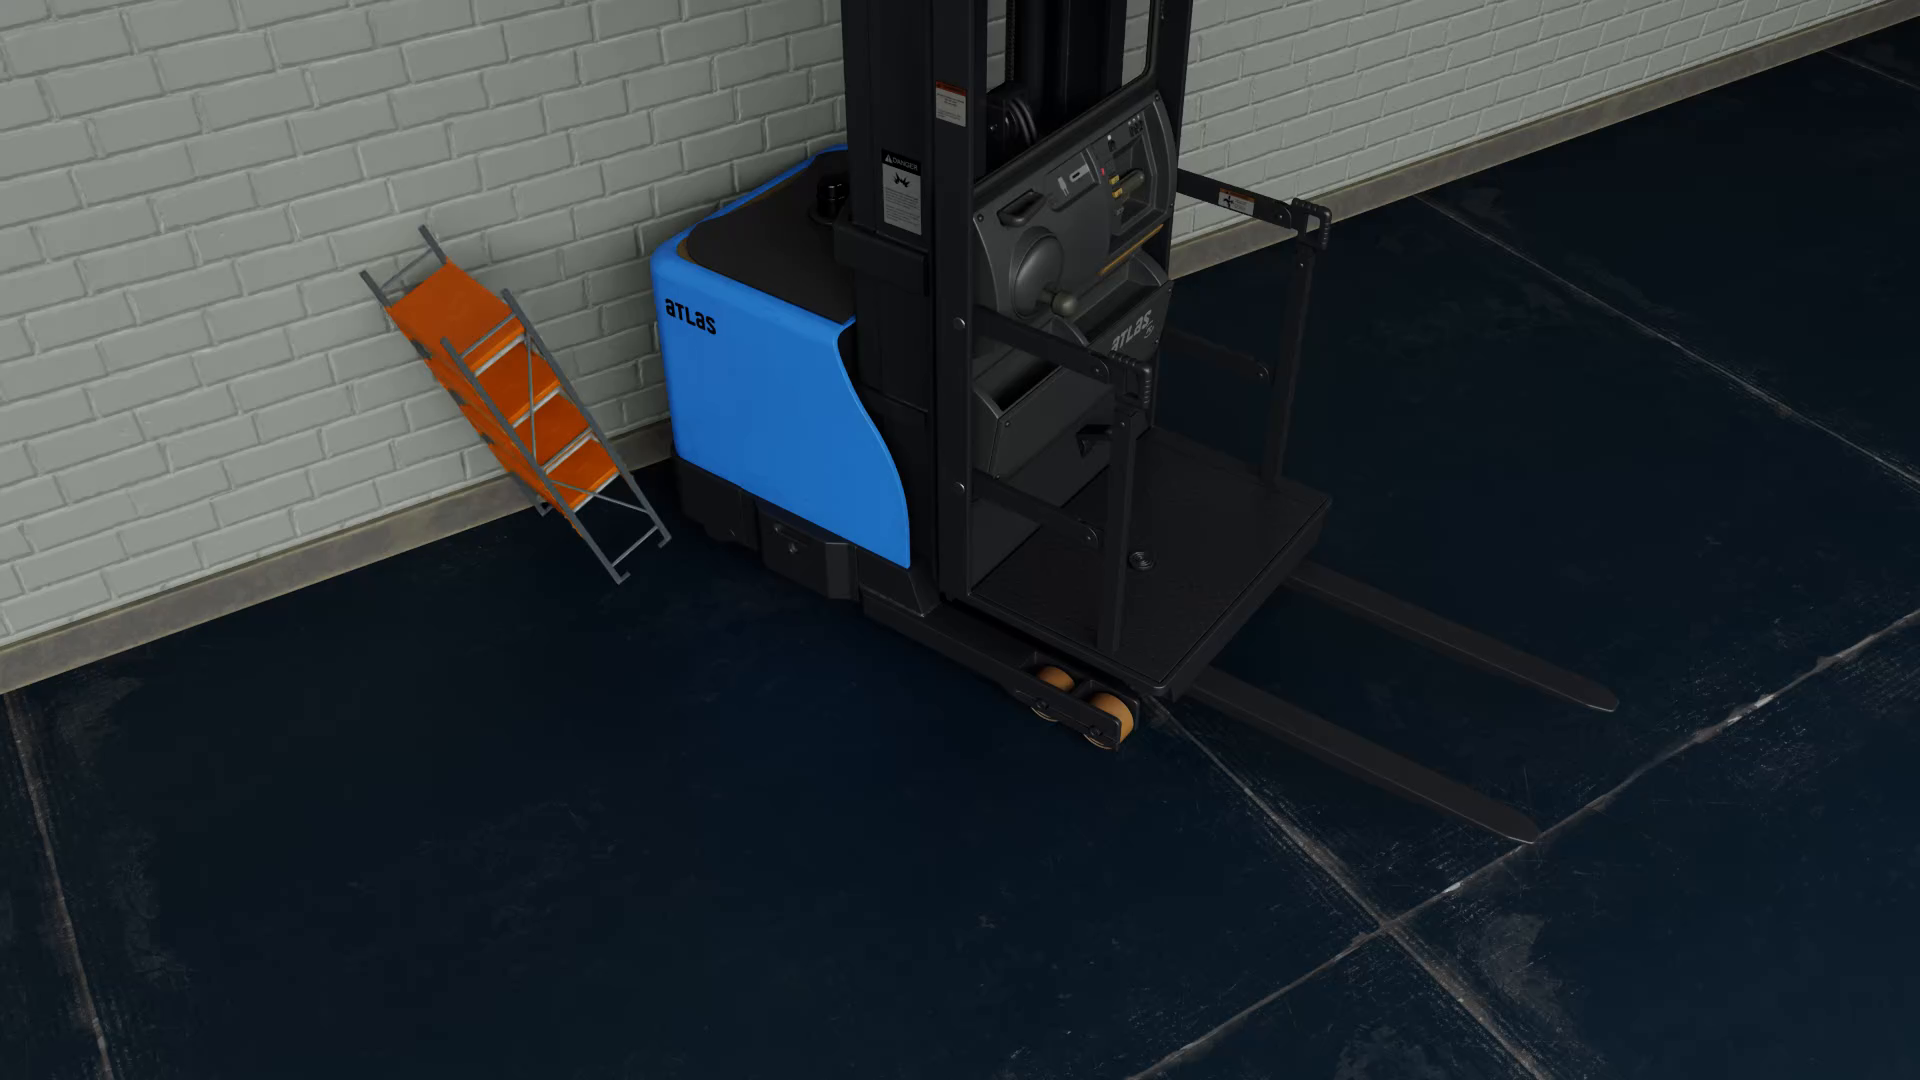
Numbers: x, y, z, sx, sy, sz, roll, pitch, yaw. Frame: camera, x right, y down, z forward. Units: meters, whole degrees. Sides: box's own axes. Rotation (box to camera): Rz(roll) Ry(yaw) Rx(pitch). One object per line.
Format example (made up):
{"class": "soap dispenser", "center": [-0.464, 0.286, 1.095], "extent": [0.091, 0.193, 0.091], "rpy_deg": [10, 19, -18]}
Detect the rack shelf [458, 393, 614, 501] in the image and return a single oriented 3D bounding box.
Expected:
{"class": "rack shelf", "center": [-1.358, -0.359, 5.321], "extent": [0.258, 0.148, 0.480], "rpy_deg": [-43, 53, -16]}

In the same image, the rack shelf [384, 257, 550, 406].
{"class": "rack shelf", "center": [-1.474, -0.627, 4.966], "extent": [0.258, 0.148, 0.480], "rpy_deg": [-43, 53, -16]}

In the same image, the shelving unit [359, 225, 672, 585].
{"class": "shelving unit", "center": [-1.375, -0.398, 5.269], "extent": [0.258, 1.200, 0.503], "rpy_deg": [-43, 53, -16]}

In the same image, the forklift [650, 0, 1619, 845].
{"class": "forklift", "center": [0.505, -0.889, 4.527], "extent": [3.031, 2.935, 1.130], "rpy_deg": [25, 46, 27]}

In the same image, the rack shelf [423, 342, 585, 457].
{"class": "rack shelf", "center": [-1.414, -0.489, 5.149], "extent": [0.258, 0.148, 0.480], "rpy_deg": [-43, 53, -16]}

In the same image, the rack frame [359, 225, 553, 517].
{"class": "rack frame", "center": [-1.537, -0.514, 5.410], "extent": [0.240, 1.200, 0.015], "rpy_deg": [-43, 53, -16]}

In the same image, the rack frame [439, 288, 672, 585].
{"class": "rack frame", "center": [-1.213, -0.282, 5.129], "extent": [0.240, 1.200, 0.015], "rpy_deg": [-43, 53, -16]}

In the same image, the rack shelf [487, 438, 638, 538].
{"class": "rack shelf", "center": [-1.308, -0.243, 5.475], "extent": [0.258, 0.148, 0.480], "rpy_deg": [-43, 53, -16]}
